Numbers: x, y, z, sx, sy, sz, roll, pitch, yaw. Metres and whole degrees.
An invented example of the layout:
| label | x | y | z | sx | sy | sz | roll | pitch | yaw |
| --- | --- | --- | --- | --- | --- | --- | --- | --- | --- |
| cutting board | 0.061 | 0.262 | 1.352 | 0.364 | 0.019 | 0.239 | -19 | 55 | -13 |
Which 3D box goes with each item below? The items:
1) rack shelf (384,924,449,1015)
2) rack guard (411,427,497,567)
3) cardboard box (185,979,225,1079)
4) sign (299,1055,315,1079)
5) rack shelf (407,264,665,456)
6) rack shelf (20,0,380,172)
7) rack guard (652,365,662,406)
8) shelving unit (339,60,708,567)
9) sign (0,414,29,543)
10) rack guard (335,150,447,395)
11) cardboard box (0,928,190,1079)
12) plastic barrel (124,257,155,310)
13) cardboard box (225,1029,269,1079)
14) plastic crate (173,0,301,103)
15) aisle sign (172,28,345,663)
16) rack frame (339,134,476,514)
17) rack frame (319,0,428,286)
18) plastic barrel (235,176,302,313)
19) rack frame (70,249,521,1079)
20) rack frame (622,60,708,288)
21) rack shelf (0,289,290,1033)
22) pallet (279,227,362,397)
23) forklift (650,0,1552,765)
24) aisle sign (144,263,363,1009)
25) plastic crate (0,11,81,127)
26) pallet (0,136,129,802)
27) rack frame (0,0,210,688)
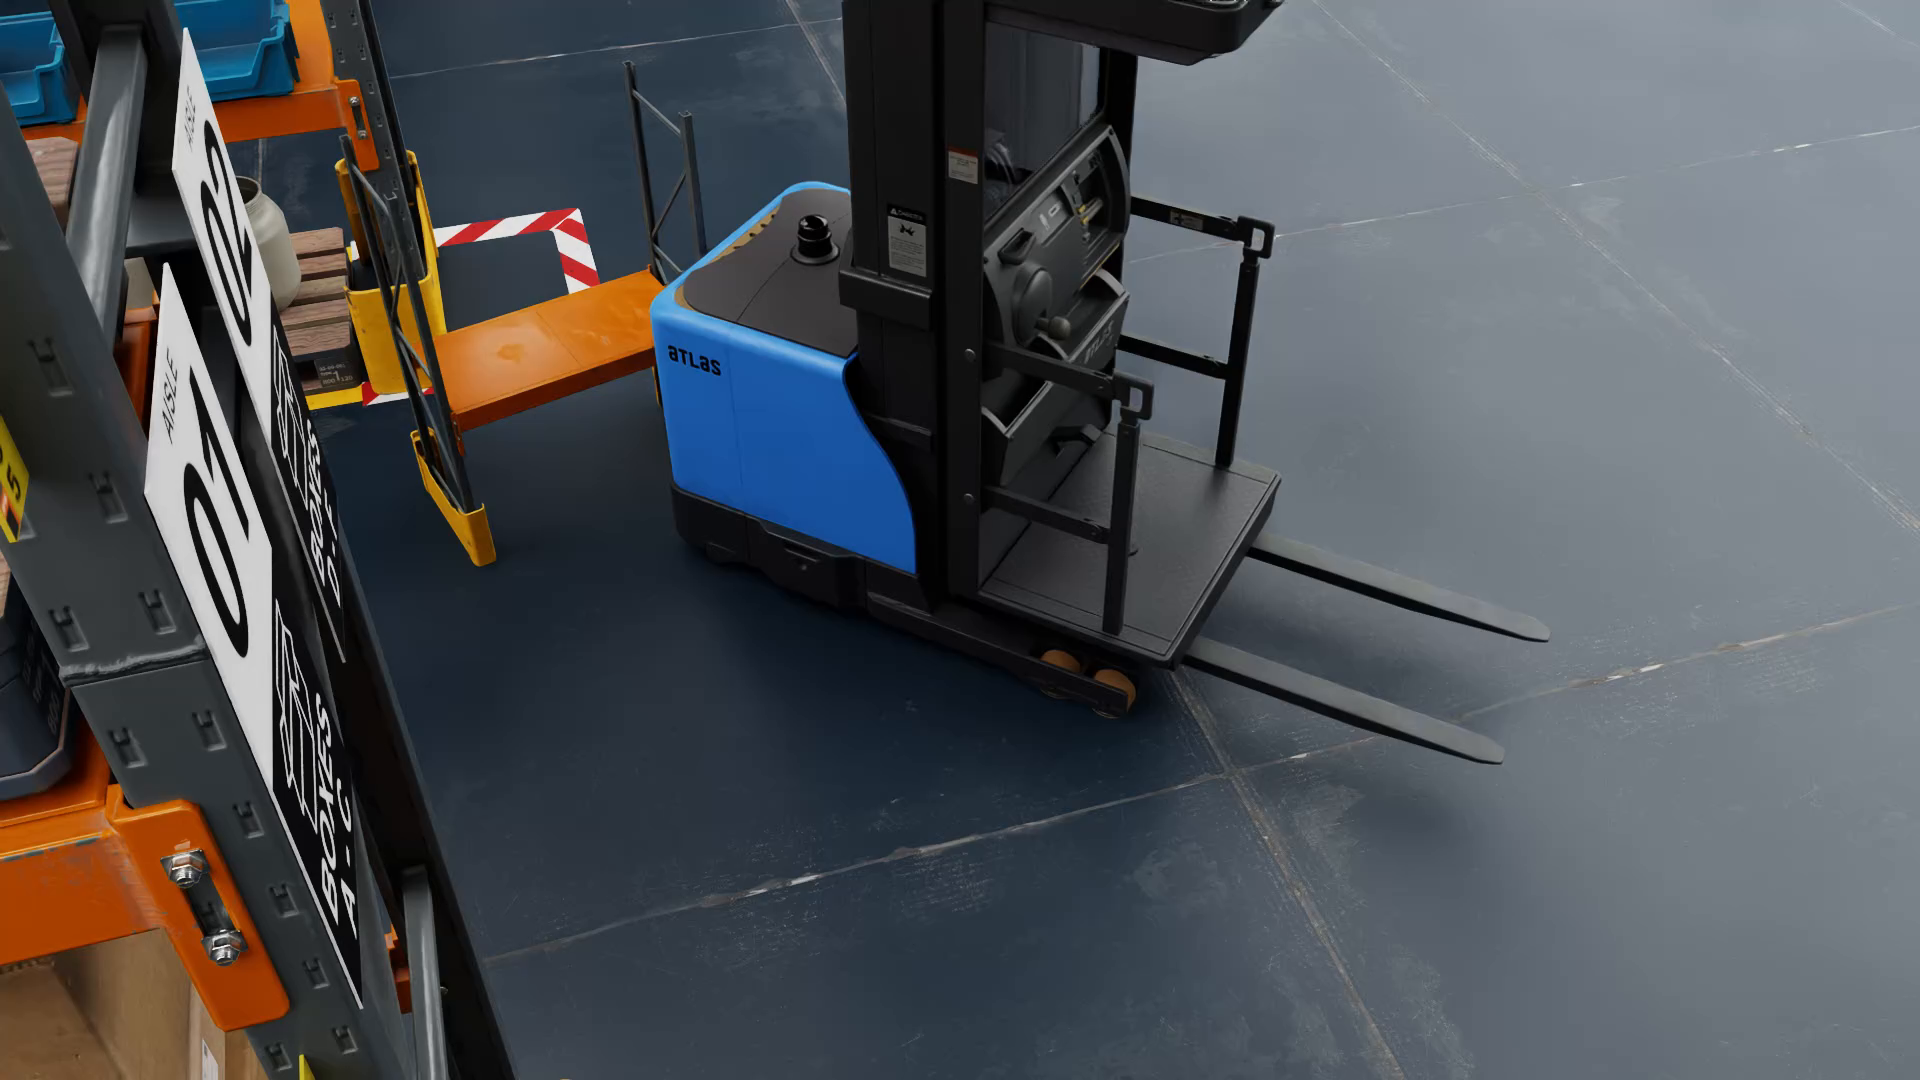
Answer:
| label | x | y | z | sx | sy | sz | roll | pitch | yaw |
| --- | --- | --- | --- | --- | --- | --- | --- | --- | --- |
| rack shelf | -2.823 | 1.606 | 2.678 | 4.000 | 0.370 | 1.077 | -12 | 42 | -13 |
| rack guard | -1.905 | -0.167 | 6.251 | 0.087 | 0.250 | 0.587 | -23 | 46 | -24 |
| cardboard box | -1.223 | 0.853 | 2.424 | 0.250 | 0.149 | 0.380 | -12 | 43 | -14 |
| sign | -0.766 | 0.758 | 2.042 | 0.005 | 0.325 | 0.100 | -12 | 42 | -13 |
| rack shelf | -1.480 | -0.684 | 6.167 | 1.000 | 0.185 | 0.538 | -23 | 46 | -24 |
| rack shelf | -4.307 | -1.503 | 6.237 | 4.000 | 0.370 | 1.077 | -12 | 42 | -13 |
| rack guard | -1.071 | -0.525 | 6.661 | 0.087 | 0.250 | 0.587 | -23 | 46 | -24 |
| shelving unit | -1.488 | -0.817 | 6.045 | 1.083 | 1.500 | 0.587 | -23 | 46 | -24 |
| sign | -0.766 | -0.150 | 1.249 | 0.005 | 0.325 | 0.100 | -12 | 42 | -13 |
| rack guard | -2.458 | -1.183 | 7.224 | 0.348 | 0.500 | 1.175 | -12 | 42 | -13 |
| cardboard box | -1.415 | 0.509 | 2.326 | 0.500 | 0.500 | 0.700 | -12 | 42 | -13 |
| plastic barrel | -3.483 | -1.113 | 6.816 | 0.421 | 0.512 | 0.421 | 0 | 41 | 0 |
| cardboard box | -1.365 | 0.987 | 2.765 | 0.500 | 0.500 | 0.700 | -12 | 42 | -13 |
| plastic crate | -2.787 | -1.826 | 6.173 | 0.616 | 0.251 | 0.499 | -12 | 42 | -13 |
| aisle sign | -0.945 | -0.244 | 2.273 | 0.004 | 0.787 | 0.394 | -12 | 42 | -13 |
| rack frame | -1.906 | -0.637 | 5.840 | 0.032 | 1.500 | 0.500 | -23 | 46 | -24 |
| rack frame | -2.400 | -2.169 | 6.453 | 0.127 | 3.000 | 1.000 | -12 | 42 | -13 |
| plastic barrel | -3.005 | -1.212 | 6.929 | 0.421 | 0.512 | 0.421 | 0 | 41 | 0 |
| rack frame | -0.915 | 0.940 | 2.894 | 0.127 | 3.000 | 1.000 | -12 | 42 | -13 |
| rack frame | -1.054 | -1.002 | 6.257 | 0.032 | 1.500 | 0.500 | -23 | 46 | -24 |
| rack shelf | -2.823 | 0.477 | 1.691 | 4.000 | 0.370 | 1.077 | -12 | 42 | -13 |
| pallet | -3.235 | -0.917 | 7.139 | 1.213 | 0.211 | 1.003 | -12 | 42 | -13 |
| forklift | 0.489 | -0.909 | 5.062 | 3.031 | 2.935 | 1.130 | 19 | 45 | 21 |
| aisle sign | -0.765 | 0.133 | 1.842 | 0.004 | 0.787 | 0.394 | -12 | 42 | -13 |
| plastic crate | -3.408 | -1.701 | 6.031 | 0.408 | 0.251 | 0.499 | -12 | 42 | -13 |
| pallet | -1.598 | -0.033 | 1.795 | 1.213 | 0.211 | 1.003 | -12 | 42 | -13 |
| rack frame | -0.915 | -1.319 | 0.920 | 0.127 | 3.000 | 1.000 | -12 | 42 | -13 |
